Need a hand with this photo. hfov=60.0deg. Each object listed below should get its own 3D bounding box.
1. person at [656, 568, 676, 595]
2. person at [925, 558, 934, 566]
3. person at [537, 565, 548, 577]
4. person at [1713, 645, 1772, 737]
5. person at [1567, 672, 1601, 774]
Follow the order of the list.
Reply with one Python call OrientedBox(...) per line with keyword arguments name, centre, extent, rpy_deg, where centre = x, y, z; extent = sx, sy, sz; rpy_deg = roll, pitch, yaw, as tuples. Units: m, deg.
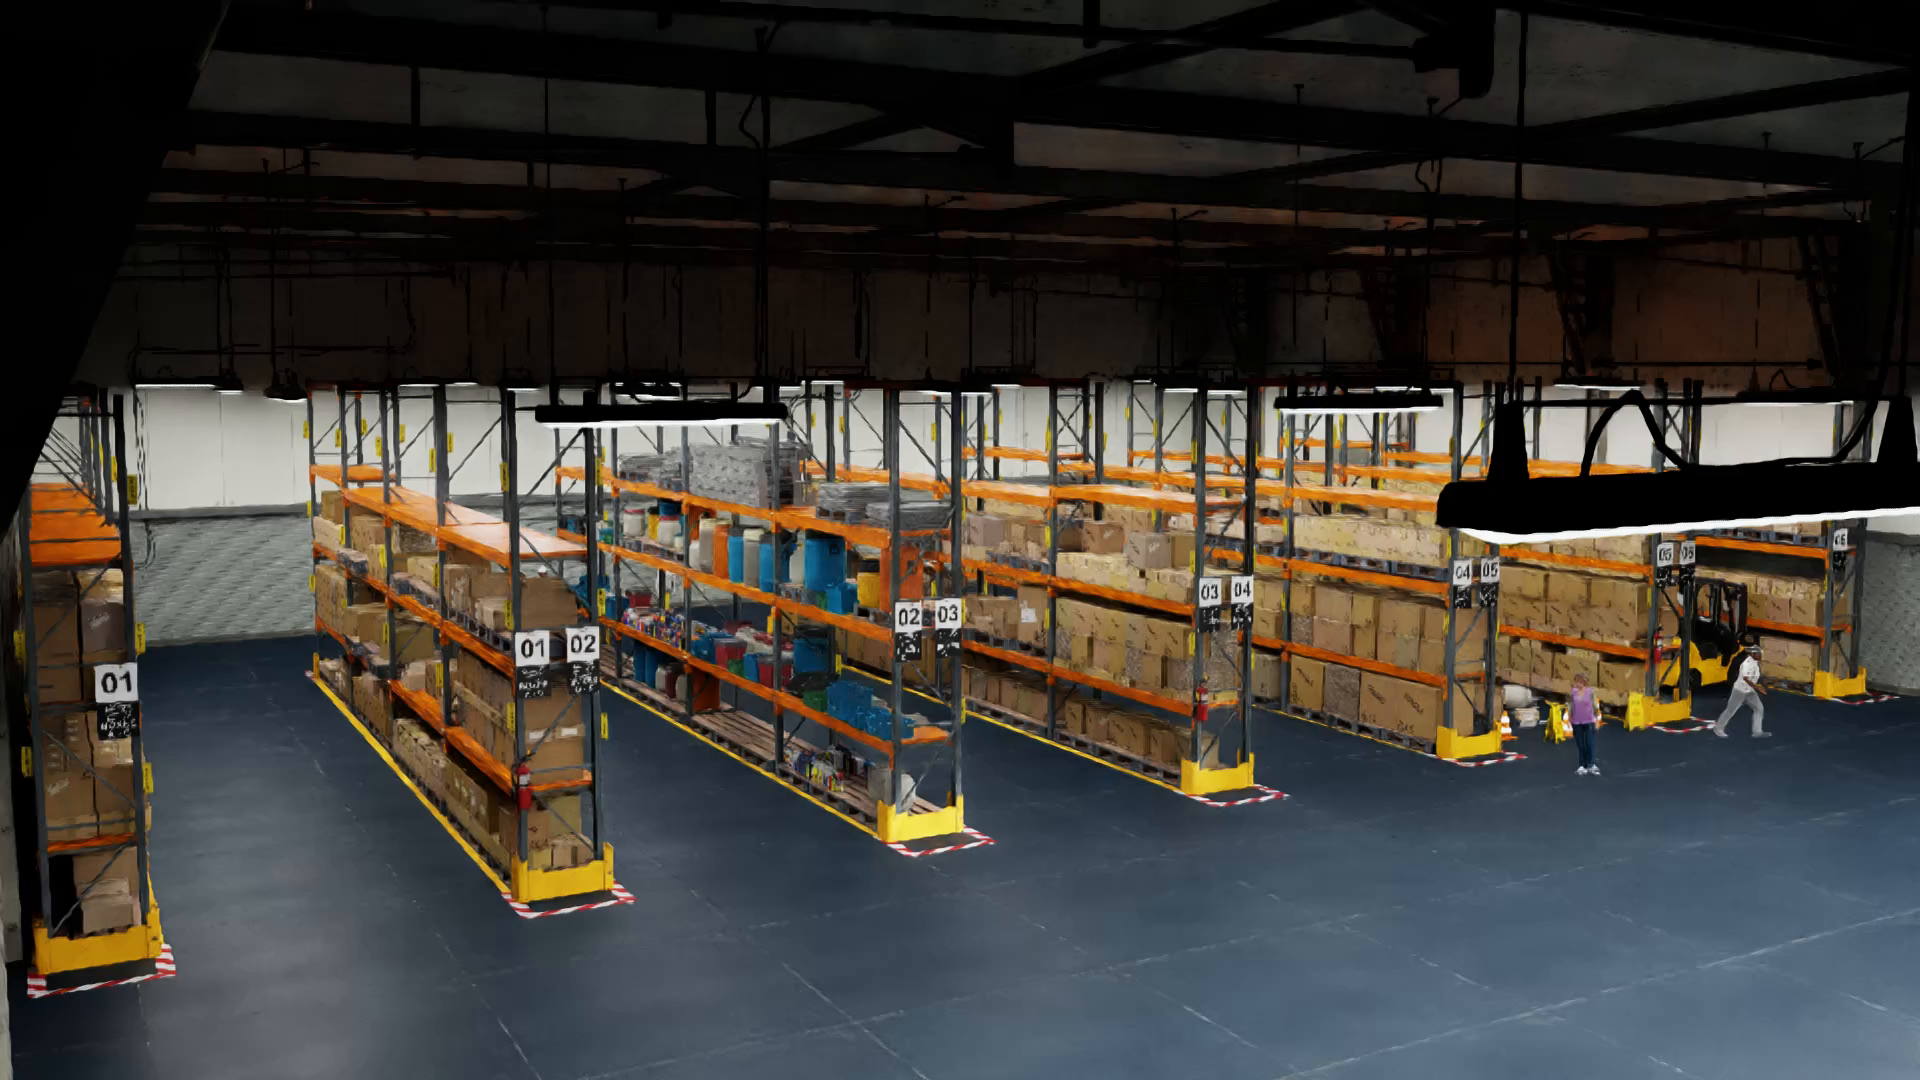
OrientedBox(name="person", centre=(-7.232, 1.160, 41.032), extent=(0.488, 1.590, 1.089), rpy_deg=(-4, 7, -31))
OrientedBox(name="person", centre=(-0.687, 1.108, 41.431), extent=(0.514, 1.640, 0.654), rpy_deg=(0, 6, 4))
OrientedBox(name="person", centre=(-9.560, 1.424, 38.242), extent=(0.619, 1.715, 0.973), rpy_deg=(-1, 6, -7))
OrientedBox(name="person", centre=(13.254, 2.537, 28.107), extent=(0.828, 1.606, 0.621), rpy_deg=(6, 8, 44))
OrientedBox(name="person", centre=(9.607, 2.819, 25.580), extent=(0.516, 1.579, 0.355), rpy_deg=(4, 7, 32))
